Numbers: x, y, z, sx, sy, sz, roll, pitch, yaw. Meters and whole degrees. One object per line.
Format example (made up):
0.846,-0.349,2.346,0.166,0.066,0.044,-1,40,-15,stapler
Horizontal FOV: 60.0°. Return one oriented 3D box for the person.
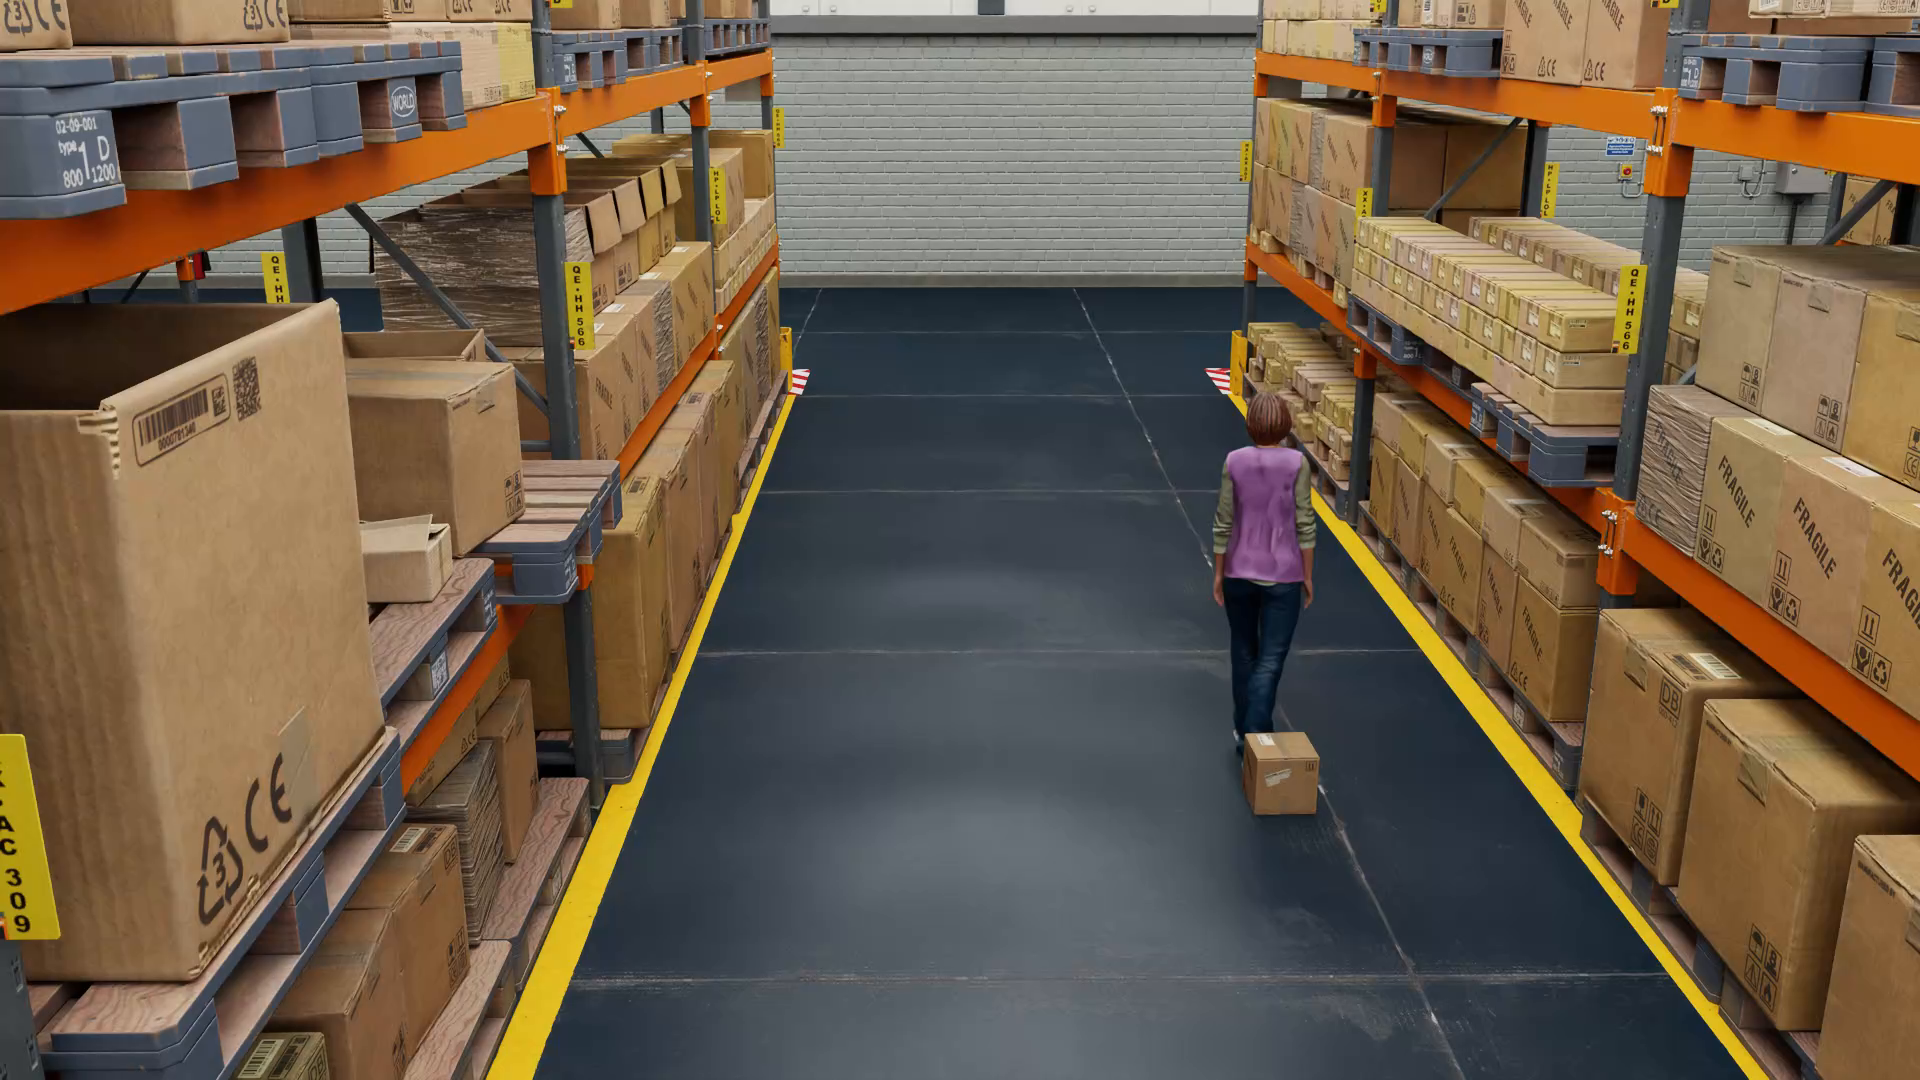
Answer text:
1.267,0.178,7.004,0.451,1.588,0.514,8,19,23,person
